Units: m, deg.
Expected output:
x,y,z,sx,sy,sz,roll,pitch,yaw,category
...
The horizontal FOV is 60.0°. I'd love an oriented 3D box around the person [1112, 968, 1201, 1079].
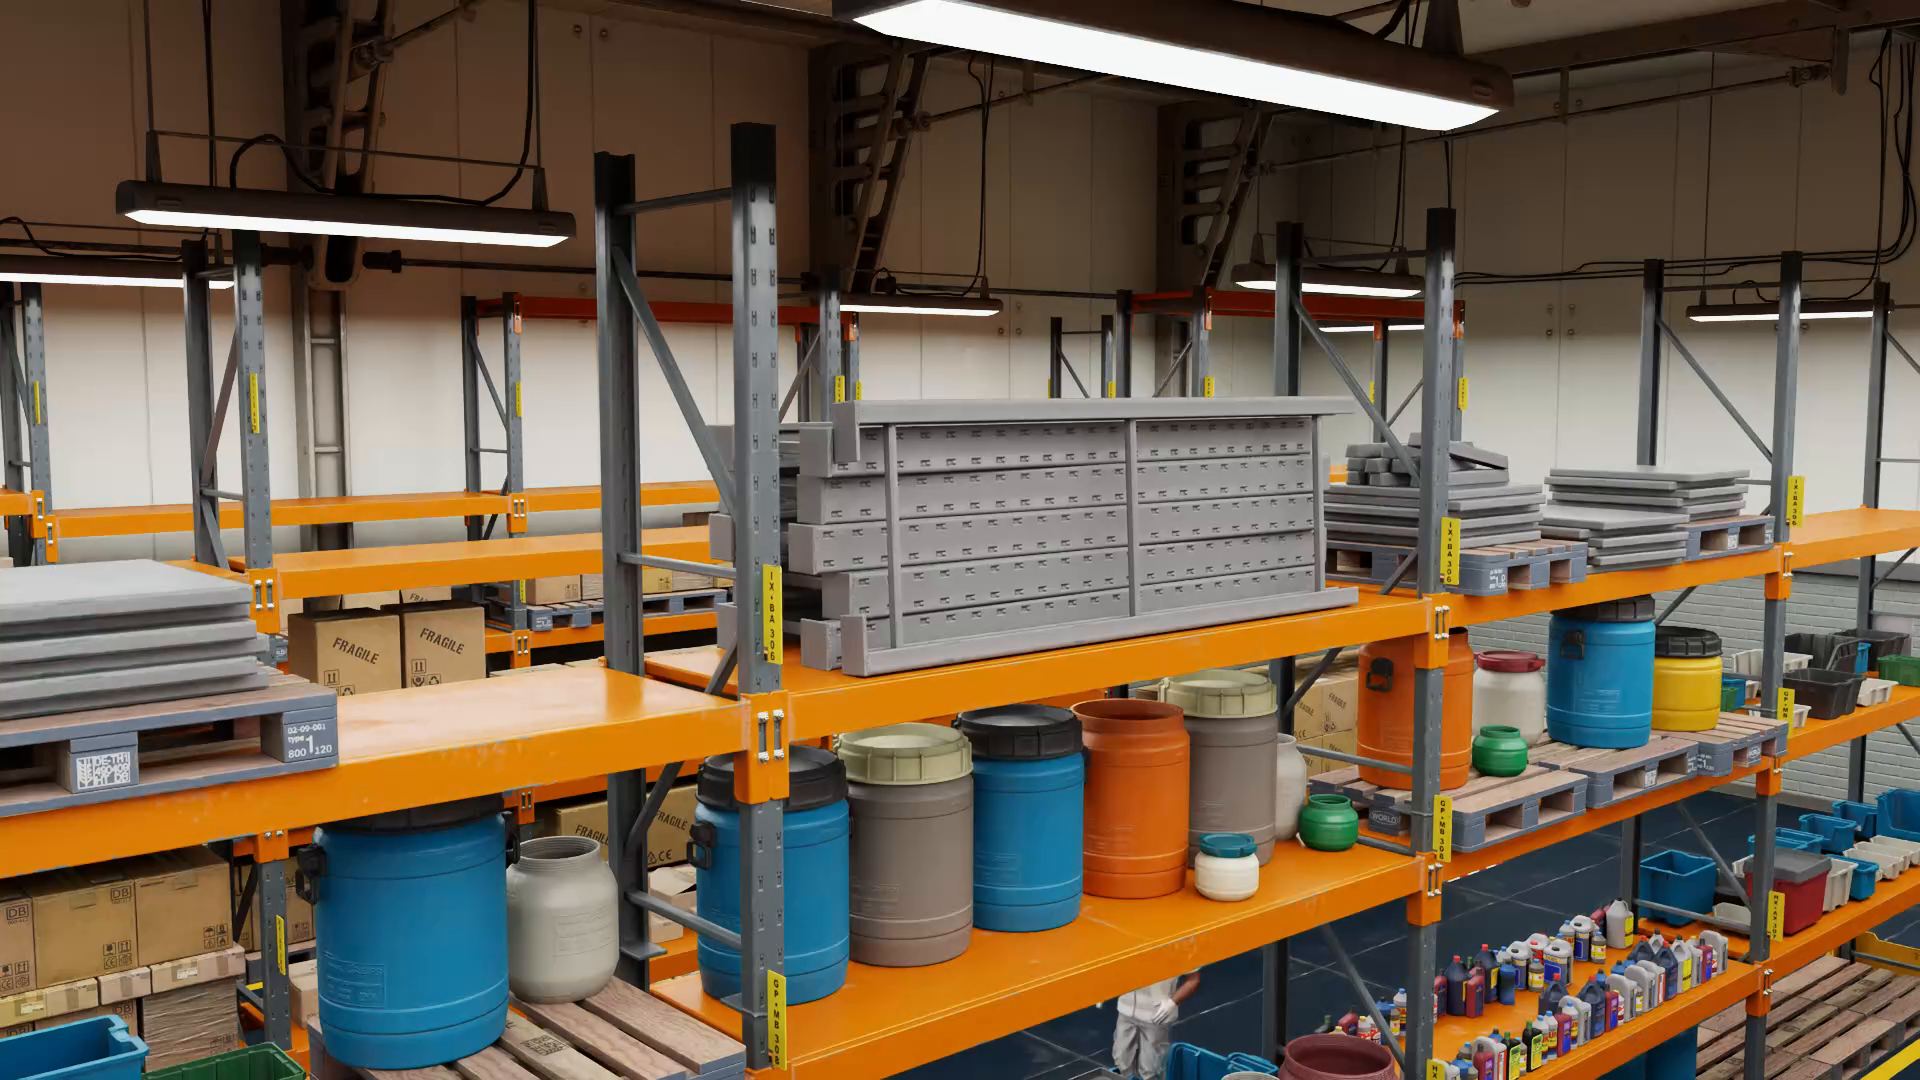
x,y,z,sx,sy,sz,roll,pitch,yaw,category
1.276,3.201,11.338,0.679,1.672,0.569,5,7,40,person
